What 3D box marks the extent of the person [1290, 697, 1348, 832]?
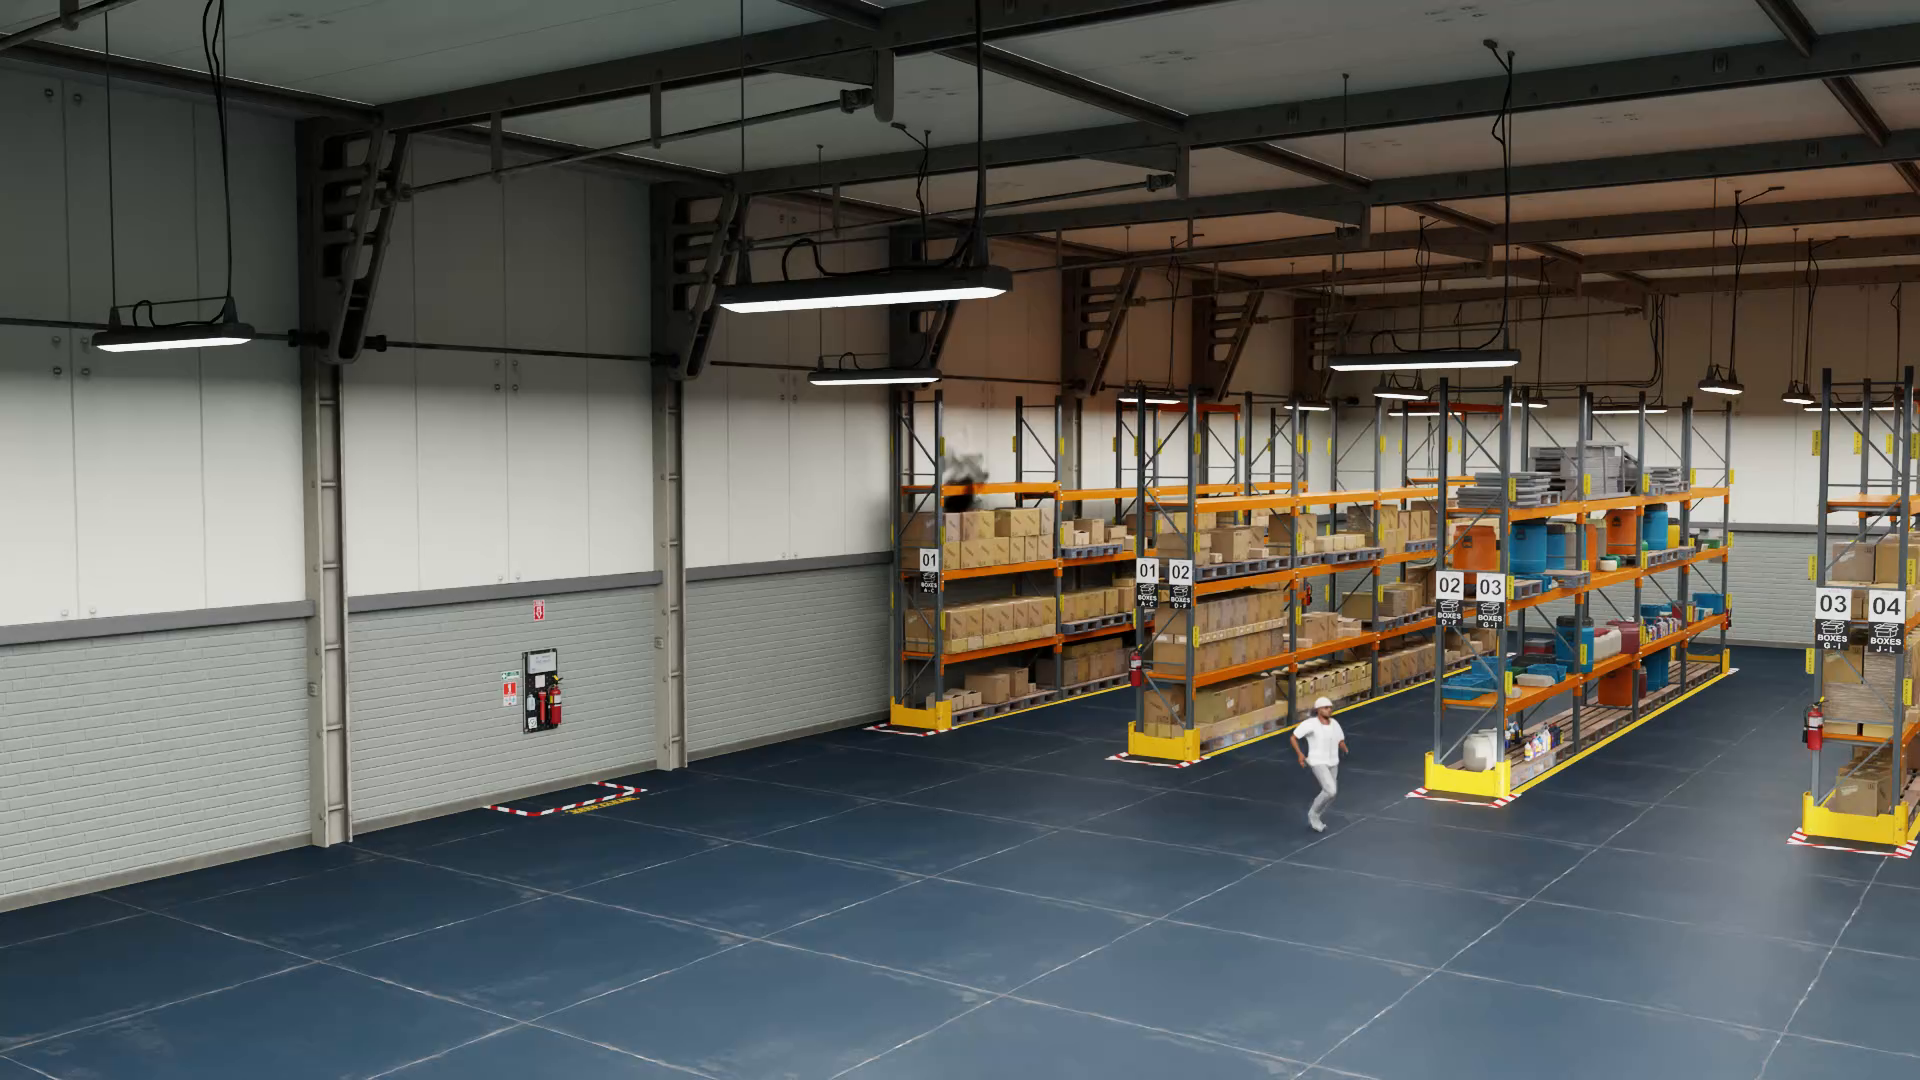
[{"bbox_3d":[4.726,2.905,21.533,0.683,1.734,0.668,-2,4,-31],"label":"person"}]
